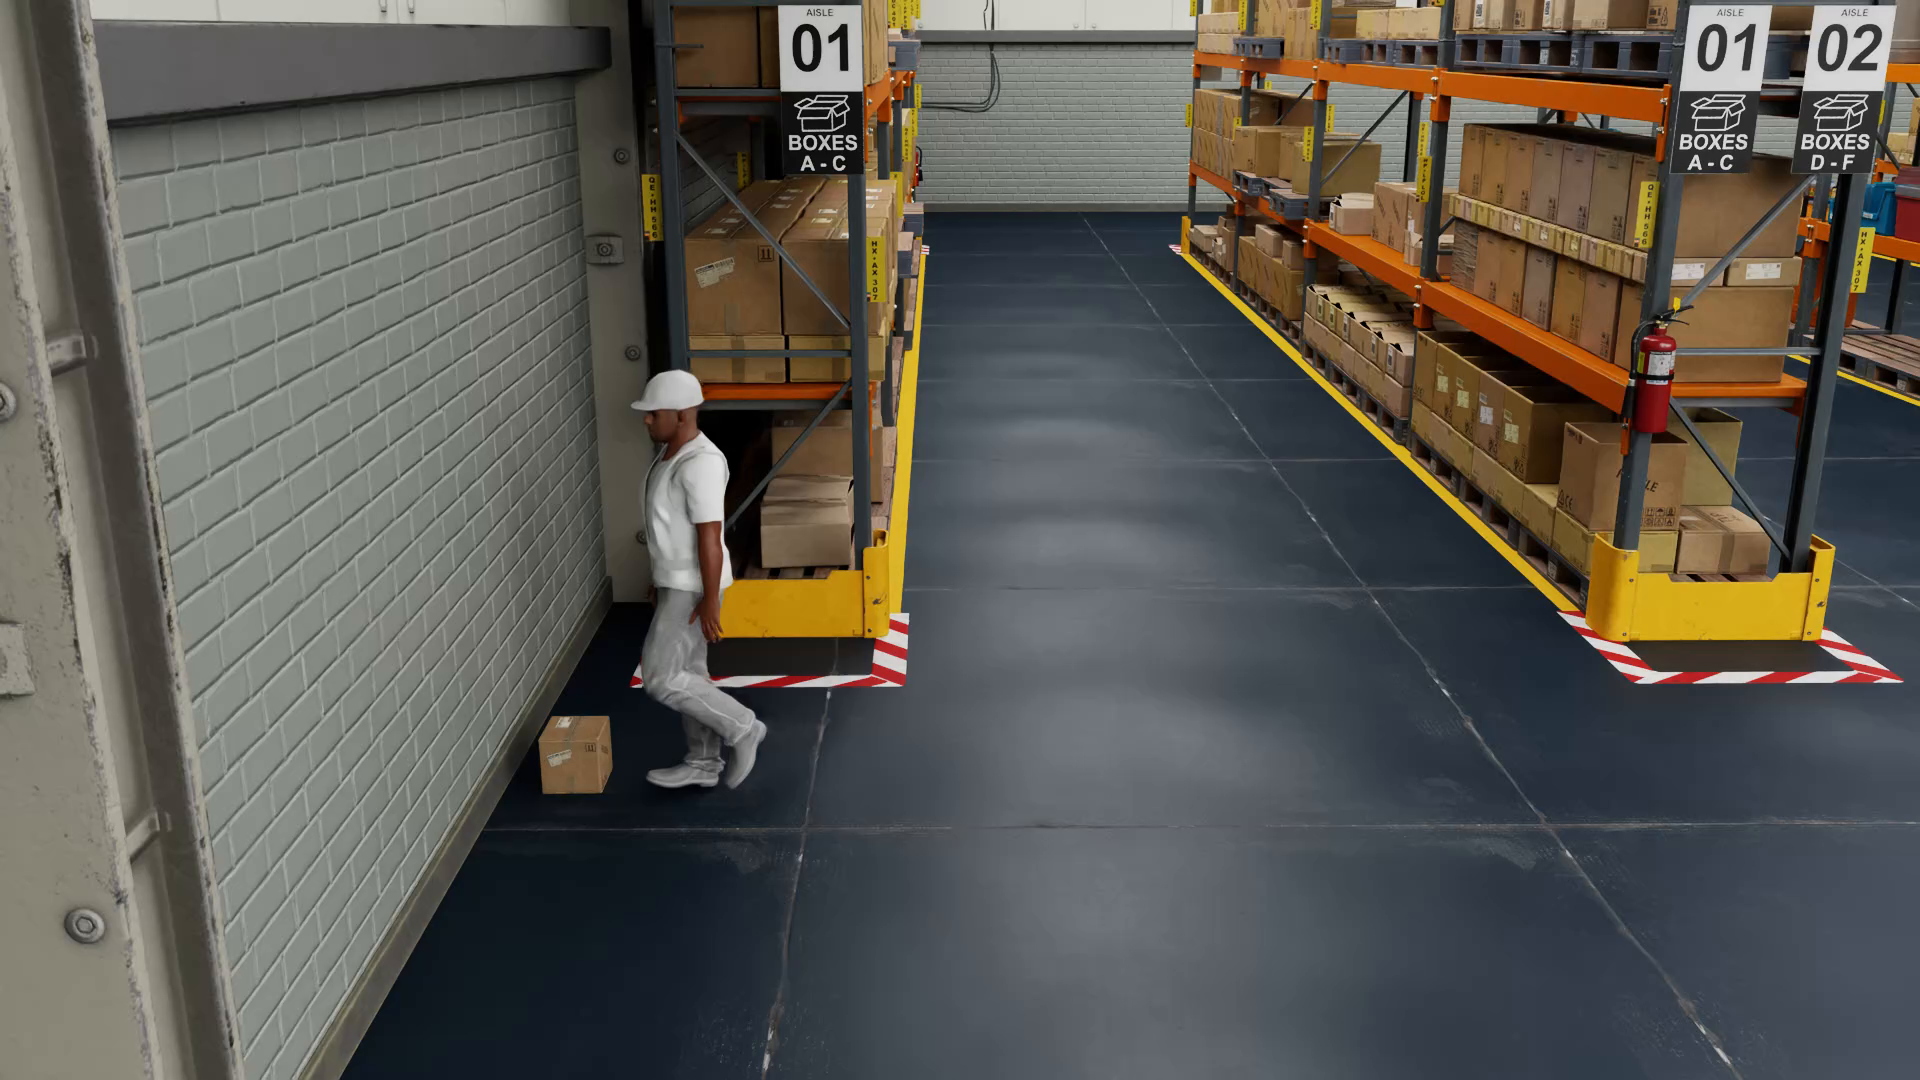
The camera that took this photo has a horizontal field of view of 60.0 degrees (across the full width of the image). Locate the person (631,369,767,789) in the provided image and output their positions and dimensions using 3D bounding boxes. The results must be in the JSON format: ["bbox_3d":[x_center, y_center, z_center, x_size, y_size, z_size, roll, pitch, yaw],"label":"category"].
[{"bbox_3d":[-1.099,0.182,6.841,0.503,1.771,0.628,-6,18,-18],"label":"person"}]
